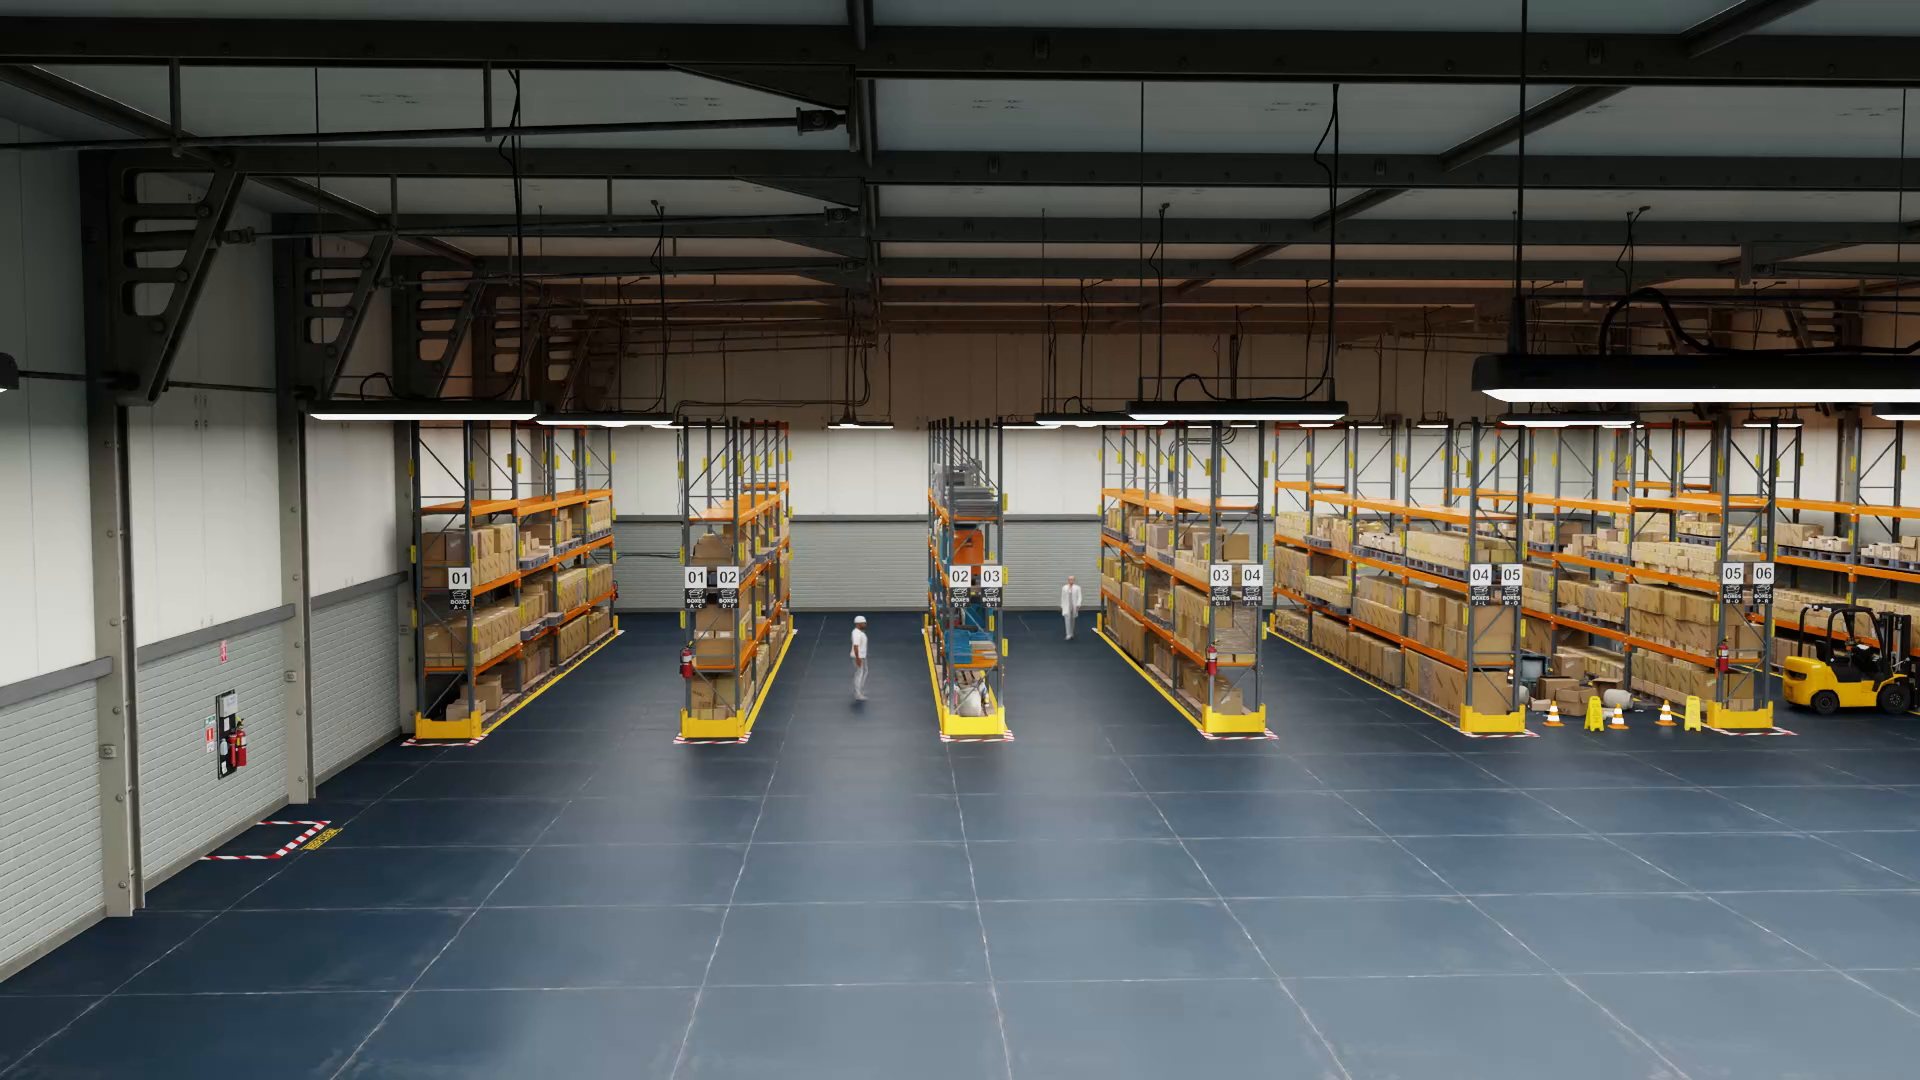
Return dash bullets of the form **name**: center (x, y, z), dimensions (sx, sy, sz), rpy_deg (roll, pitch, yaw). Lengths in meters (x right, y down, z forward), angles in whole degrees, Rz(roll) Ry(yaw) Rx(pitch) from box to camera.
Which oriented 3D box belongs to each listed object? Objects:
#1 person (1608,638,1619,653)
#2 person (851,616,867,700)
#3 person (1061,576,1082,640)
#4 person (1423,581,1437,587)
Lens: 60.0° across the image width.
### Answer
- **person**: center (16.311, 2.178, 41.553), dimensions (0.440, 1.695, 0.525), rpy_deg (3, 5, 42)
- **person**: center (-2.155, 2.554, 35.617), dimensions (0.370, 1.842, 0.638), rpy_deg (0, 4, 6)
- **person**: center (3.074, 1.852, 45.695), dimensions (0.568, 1.713, 1.125), rpy_deg (0, 4, -4)
- **person**: center (14.333, 1.600, 50.682), dimensions (0.469, 1.620, 0.957), rpy_deg (2, 4, 29)
